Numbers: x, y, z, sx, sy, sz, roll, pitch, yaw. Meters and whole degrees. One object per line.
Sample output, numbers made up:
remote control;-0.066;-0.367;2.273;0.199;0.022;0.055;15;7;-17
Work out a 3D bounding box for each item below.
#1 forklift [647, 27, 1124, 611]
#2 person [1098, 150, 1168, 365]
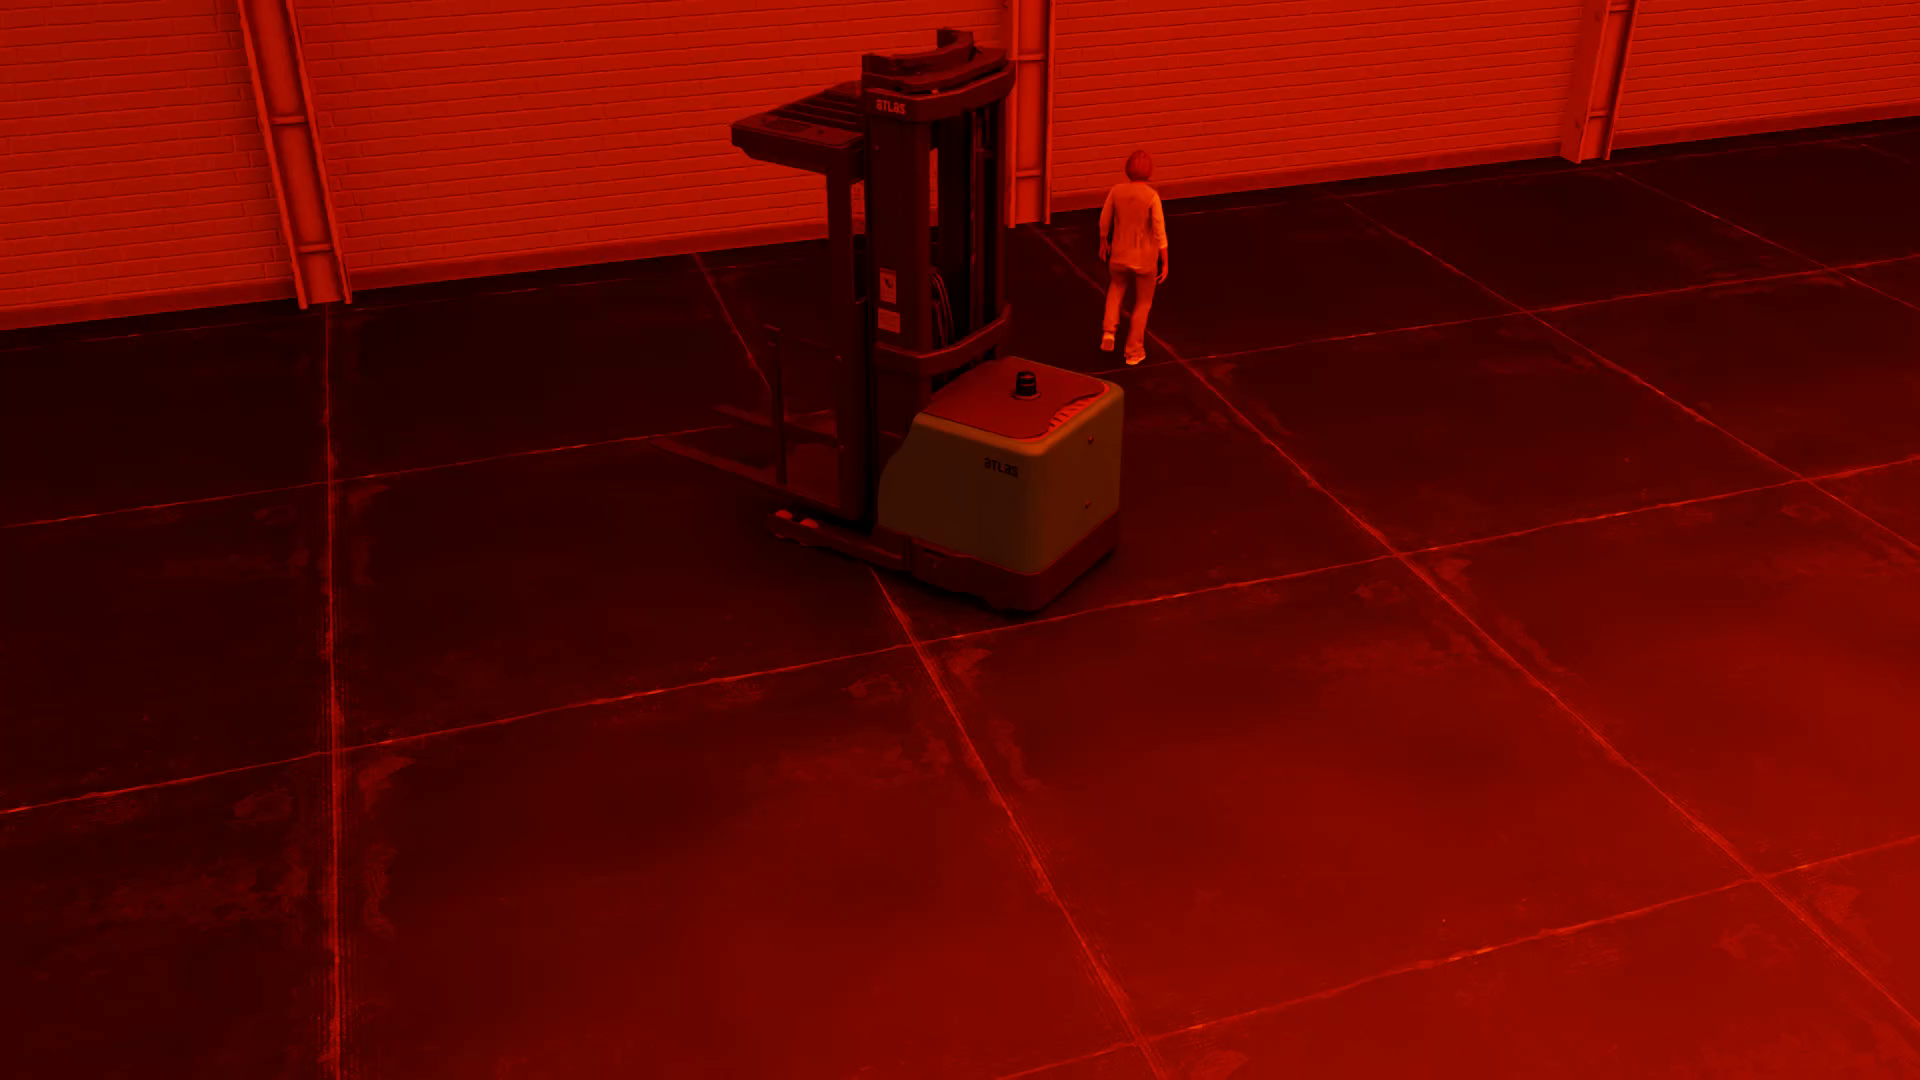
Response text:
forklift;-0.565;-1.428;9.568;3.031;2.935;1.130;18;35;29
person;1.251;-2.035;11.985;0.566;1.578;0.419;12;32;20
